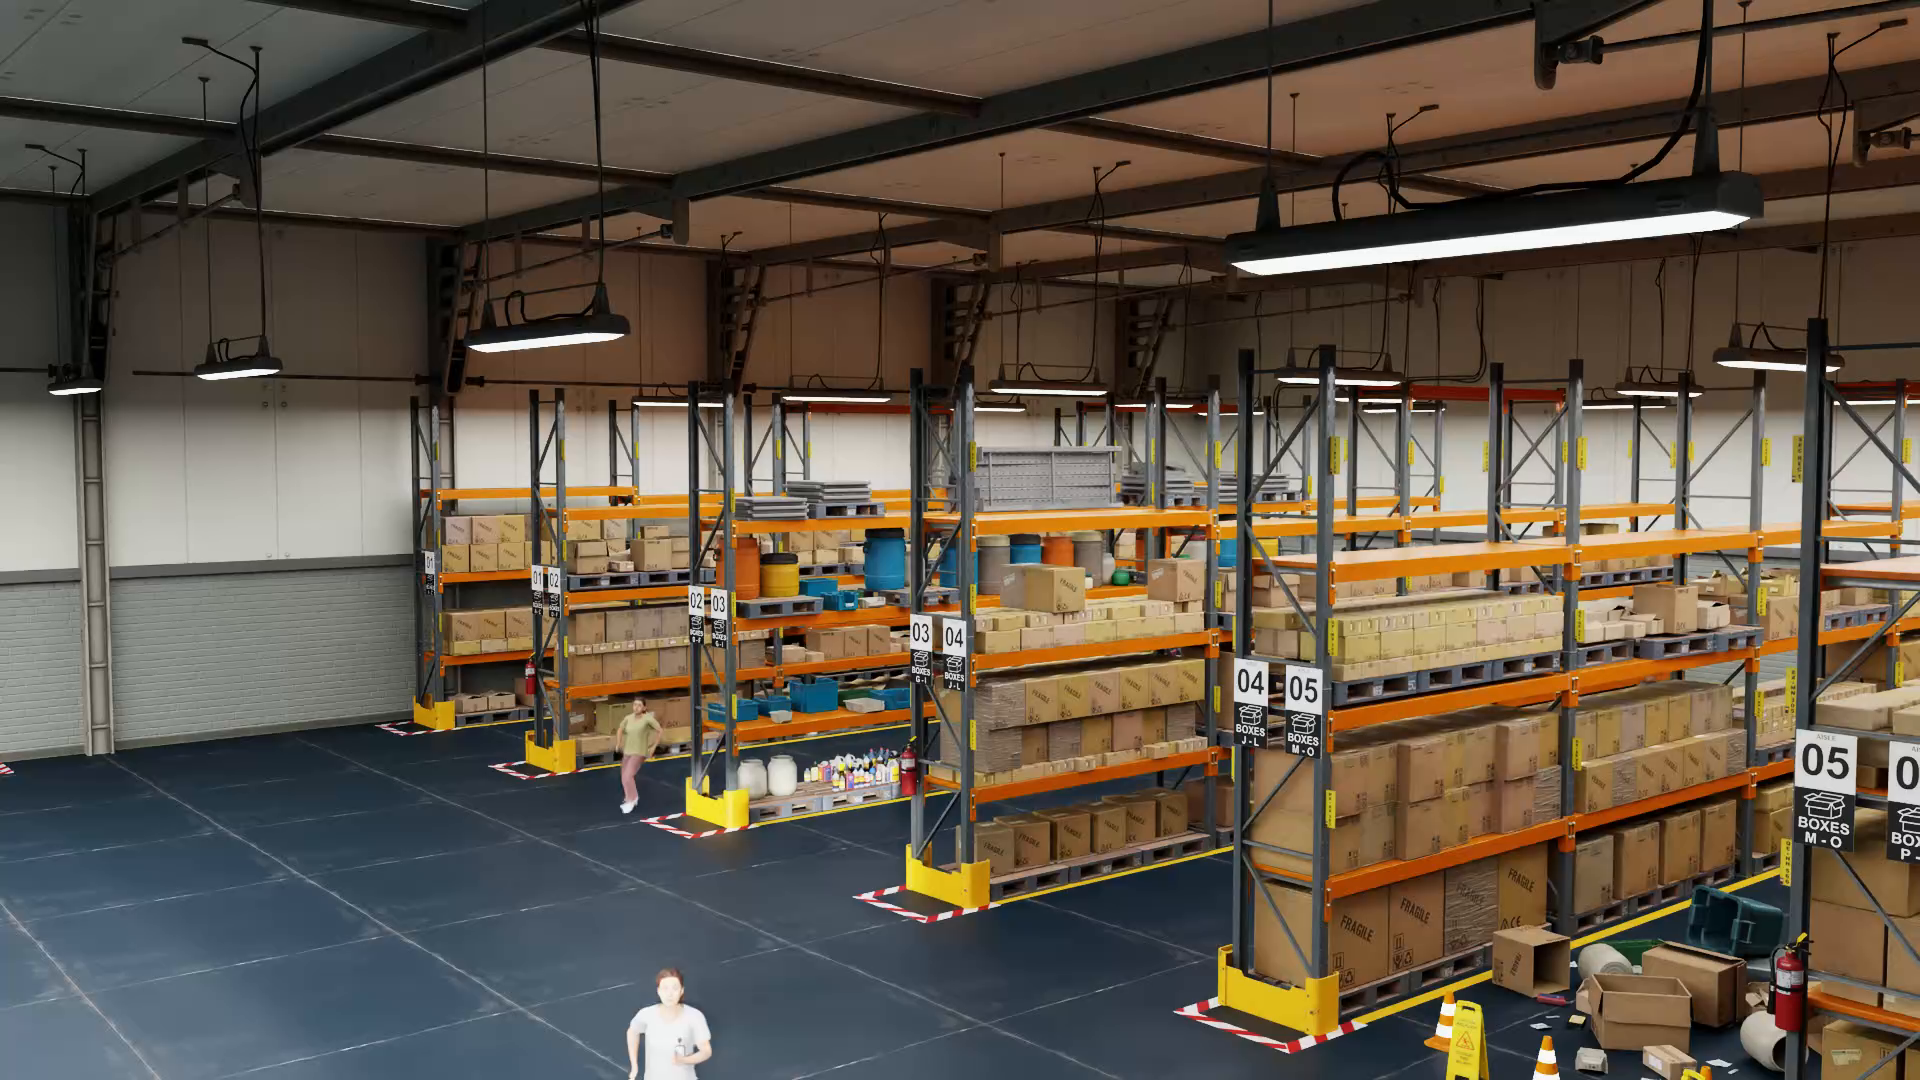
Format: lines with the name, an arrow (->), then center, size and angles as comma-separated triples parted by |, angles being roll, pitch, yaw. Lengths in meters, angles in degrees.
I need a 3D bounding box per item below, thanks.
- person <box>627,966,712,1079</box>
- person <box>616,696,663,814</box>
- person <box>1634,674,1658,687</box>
person -> -1.918, 3.662, 10.977 | 0.544, 1.702, 0.879 | -1, 3, -11
person -> -4.503, 2.984, 23.110 | 0.640, 1.633, 0.632 | 1, 4, 23
person -> 10.443, 2.801, 25.247 | 0.669, 1.789, 0.640 | -3, 5, -45
